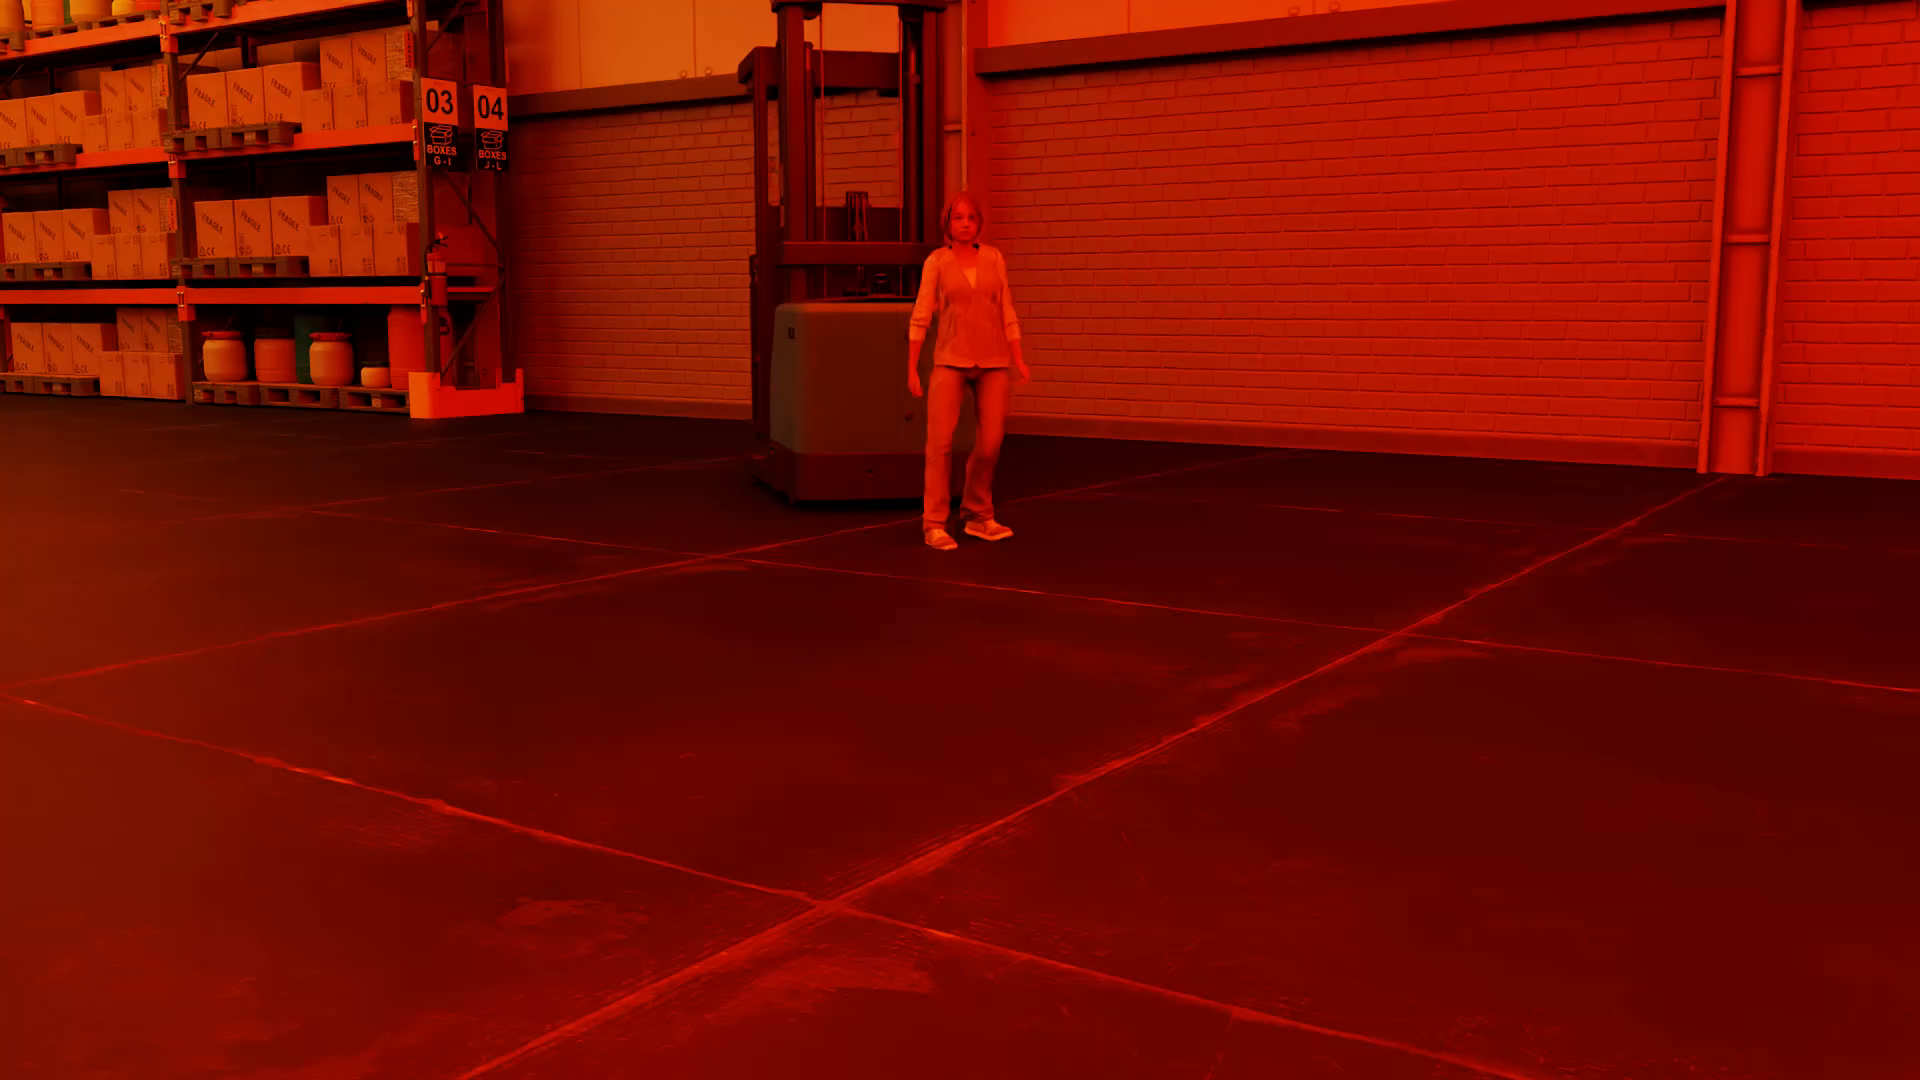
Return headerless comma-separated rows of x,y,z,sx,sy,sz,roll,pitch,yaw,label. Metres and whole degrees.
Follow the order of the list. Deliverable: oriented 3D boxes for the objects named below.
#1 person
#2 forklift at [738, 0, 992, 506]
0.044,-0.750,7.410,0.536,1.584,0.425,-1,8,-10,person
-0.700,-1.800,9.854,1.130,2.935,3.031,-2,8,-15,forklift
